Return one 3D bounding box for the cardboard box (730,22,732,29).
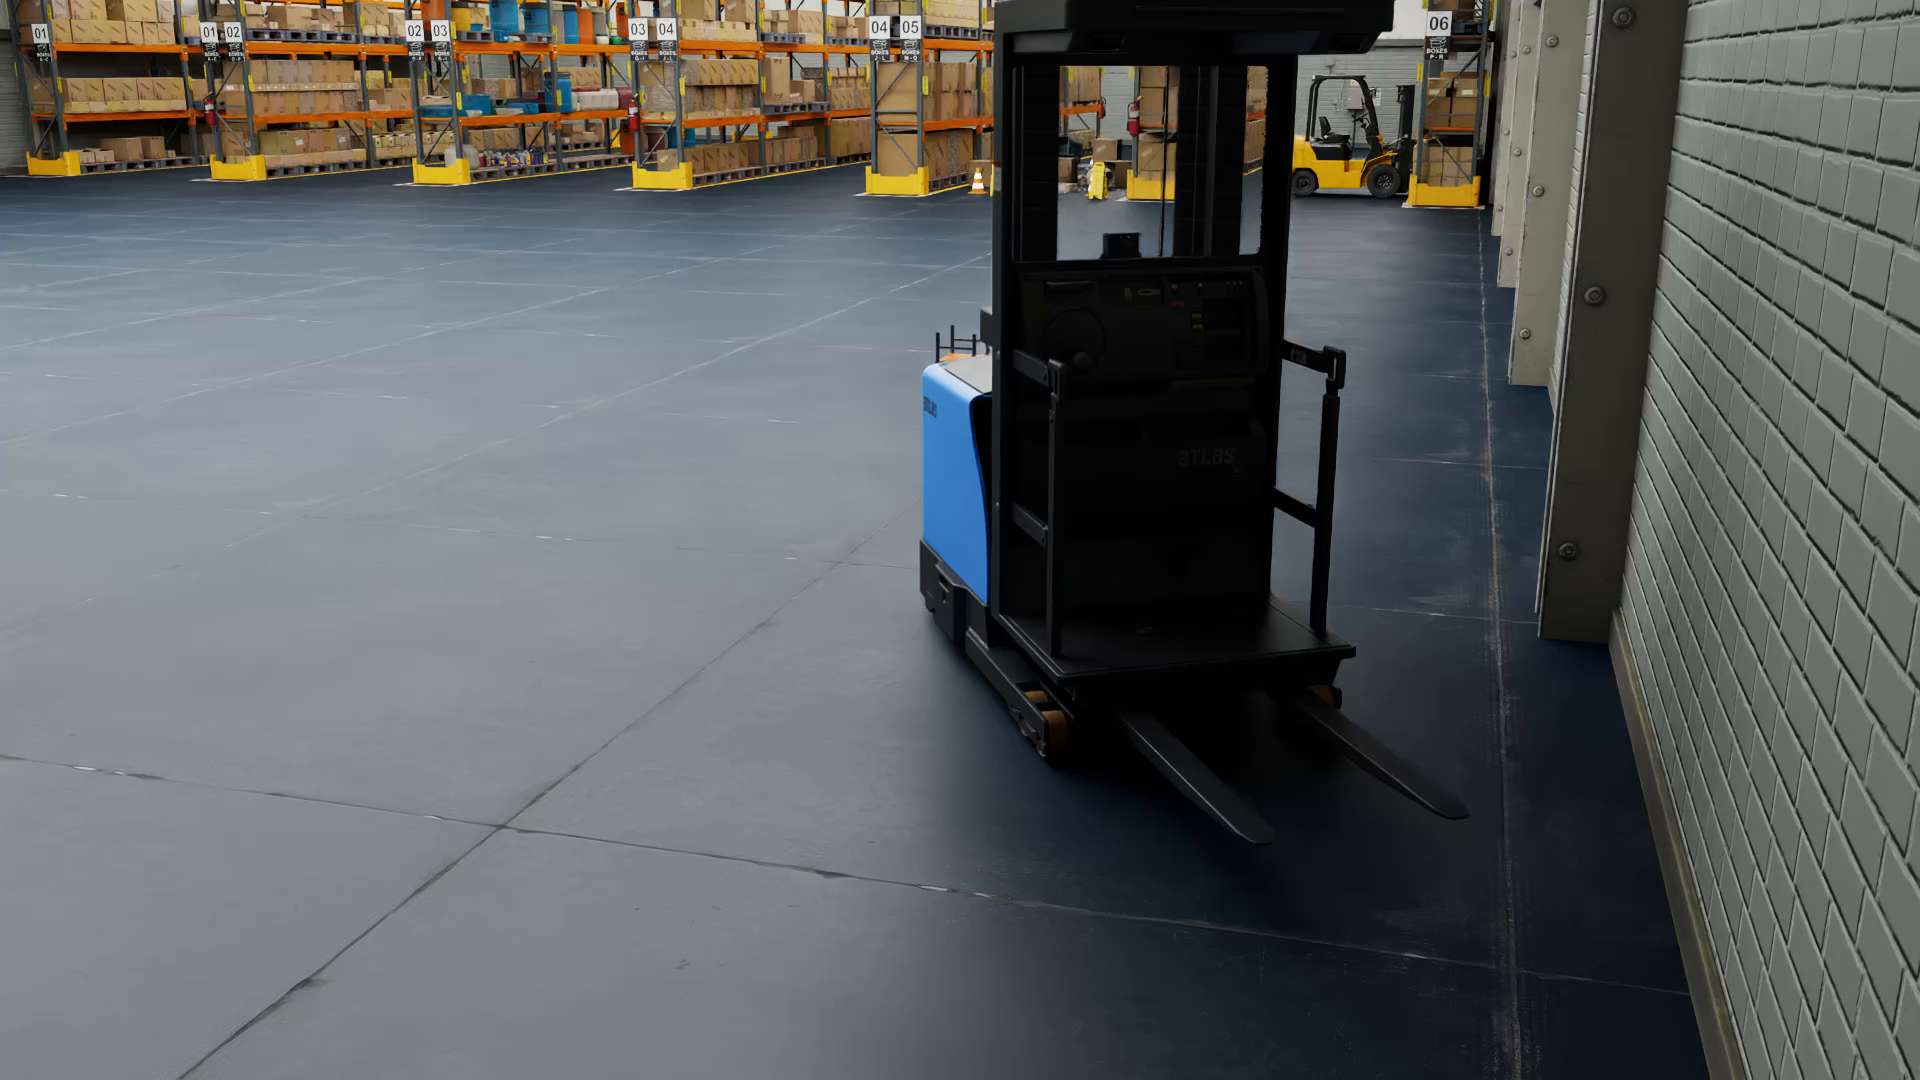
[{"bbox_3d":[-4.927,-10.627,34.347,0.380,0.149,0.250,5,17,18],"label":"cardboard box"}]

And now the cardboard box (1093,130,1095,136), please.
[{"bbox_3d":[3.467,-11.130,45.437,0.380,0.149,0.250,5,17,17],"label":"cardboard box"}]

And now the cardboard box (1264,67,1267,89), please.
[{"bbox_3d":[7.126,-11.160,40.164,0.500,0.500,0.500,5,17,18],"label":"cardboard box"}]

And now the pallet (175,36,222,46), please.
[{"bbox_3d":[-18.732,-12.101,40.344,1.213,0.211,1.003,5,16,16],"label":"pallet"}]

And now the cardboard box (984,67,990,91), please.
[{"bbox_3d":[0.244,-9.826,35.460,0.700,0.500,0.500,4,16,15],"label":"cardboard box"}]

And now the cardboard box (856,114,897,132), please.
[{"bbox_3d":[-2.224,-10.882,44.323,0.875,0.875,0.875,5,16,16],"label":"cardboard box"}]

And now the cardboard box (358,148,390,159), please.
[{"bbox_3d":[-13.907,-9.178,39.459,0.500,0.250,0.500,4,16,15],"label":"cardboard box"}]

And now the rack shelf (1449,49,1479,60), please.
[{"bbox_3d":[11.204,-10.957,37.285,1.077,0.370,4.000,5,16,16],"label":"rack shelf"}]

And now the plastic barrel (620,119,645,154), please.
[{"bbox_3d":[-8.252,-10.161,41.863,0.600,0.830,0.708,5,16,16],"label":"plastic barrel"}]

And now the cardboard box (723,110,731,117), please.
[{"bbox_3d":[-4.982,-8.852,34.501,0.380,0.149,0.250,5,16,16],"label":"cardboard box"}]

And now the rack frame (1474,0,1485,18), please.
[{"bbox_3d":[9.499,-11.177,31.243,1.000,3.000,0.127,5,16,16],"label":"rack frame"}]

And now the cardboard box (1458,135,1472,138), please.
[{"bbox_3d":[11.083,-8.761,36.343,0.380,0.149,0.250,6,17,19],"label":"cardboard box"}]

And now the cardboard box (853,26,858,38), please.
[{"bbox_3d":[-2.887,-12.858,42.062,0.500,0.311,0.500,4,16,14],"label":"cardboard box"}]

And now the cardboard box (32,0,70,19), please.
[{"bbox_3d":[-19.804,-11.613,36.225,0.500,0.500,0.500,3,16,12],"label":"cardboard box"}]

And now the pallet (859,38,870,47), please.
[{"bbox_3d":[-2.702,-12.643,42.262,0.805,0.209,1.217,4,16,14],"label":"pallet"}]

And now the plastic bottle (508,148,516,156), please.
[{"bbox_3d":[-10.000,-8.574,37.110,0.144,0.351,0.185,5,16,16],"label":"plastic bottle"}]

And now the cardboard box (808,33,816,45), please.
[{"bbox_3d":[-3.654,-11.586,38.459,0.500,0.250,0.500,5,16,16],"label":"cardboard box"}]

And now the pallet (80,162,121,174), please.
[{"bbox_3d":[-19.860,-8.437,37.688,1.003,0.211,1.213,5,16,16],"label":"pallet"}]

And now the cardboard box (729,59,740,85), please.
[{"bbox_3d":[-4.910,-9.715,34.521,0.500,0.500,0.500,5,16,16],"label":"cardboard box"}]

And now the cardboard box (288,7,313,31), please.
[{"bbox_3d":[-14.848,-11.553,36.852,0.797,0.503,0.637,7,17,22],"label":"cardboard box"}]

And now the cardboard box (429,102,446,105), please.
[{"bbox_3d":[-13.113,-10.881,41.655,0.380,0.149,0.250,5,16,16],"label":"cardboard box"}]

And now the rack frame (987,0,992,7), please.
[{"bbox_3d":[1.101,-12.965,37.547,1.000,3.000,0.127,5,16,16],"label":"rack frame"}]

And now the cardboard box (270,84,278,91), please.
[{"bbox_3d":[-14.933,-9.746,35.822,0.380,0.149,0.250,5,16,16],"label":"cardboard box"}]

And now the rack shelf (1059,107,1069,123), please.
[{"bbox_3d":[1.670,-10.256,40.308,1.077,0.370,4.000,5,16,16],"label":"rack shelf"}]

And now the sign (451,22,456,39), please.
[{"bbox_3d":[-10.122,-10.184,33.225,0.100,0.325,0.005,5,16,16],"label":"sign"}]

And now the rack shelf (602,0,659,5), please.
[{"bbox_3d":[-7.806,-13.745,42.347,1.077,0.370,4.000,5,16,16],"label":"rack shelf"}]

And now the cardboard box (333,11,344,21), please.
[{"bbox_3d":[-17.254,-14.386,45.692,0.500,0.250,0.500,4,16,14],"label":"cardboard box"}]

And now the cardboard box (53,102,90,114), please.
[{"bbox_3d":[-19.703,-9.589,36.879,0.500,0.250,0.500,4,16,14],"label":"cardboard box"}]

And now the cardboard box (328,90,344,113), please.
[{"bbox_3d":[-14.523,-10.005,37.924,0.700,0.500,0.500,4,16,15],"label":"cardboard box"}]

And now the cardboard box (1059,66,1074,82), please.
[{"bbox_3d":[2.600,-11.896,42.214,0.500,0.500,0.500,5,17,17],"label":"cardboard box"}]

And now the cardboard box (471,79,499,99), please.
[{"bbox_3d":[-12.608,-11.907,43.858,0.700,0.500,0.500,8,18,26],"label":"cardboard box"}]

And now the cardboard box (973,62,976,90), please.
[{"bbox_3d":[-0.173,-9.530,34.177,0.875,0.550,0.550,5,16,16],"label":"cardboard box"}]

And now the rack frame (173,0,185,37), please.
[{"bbox_3d":[-19.010,-13.482,39.369,1.000,3.000,0.127,5,16,16],"label":"rack frame"}]

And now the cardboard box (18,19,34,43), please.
[{"bbox_3d":[-20.270,-11.179,36.527,0.500,0.500,0.500,6,17,20],"label":"cardboard box"}]

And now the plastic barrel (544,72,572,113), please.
[{"bbox_3d":[-9.111,-10.146,37.684,0.600,0.901,0.708,5,16,16],"label":"plastic barrel"}]

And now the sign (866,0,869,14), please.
[{"bbox_3d":[-1.688,-9.862,30.628,0.100,0.325,0.005,5,16,16],"label":"sign"}]

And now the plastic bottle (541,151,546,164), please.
[{"bbox_3d":[-9.331,-8.581,37.256,0.061,0.283,0.133,5,17,19],"label":"plastic bottle"}]

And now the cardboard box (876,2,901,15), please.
[{"bbox_3d":[-1.301,-9.899,31.014,0.500,0.250,0.500,5,17,17],"label":"cardboard box"}]

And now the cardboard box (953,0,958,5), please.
[{"bbox_3d":[-0.265,-10.470,32.295,0.380,0.149,0.250,5,17,17],"label":"cardboard box"}]

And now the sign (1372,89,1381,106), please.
[{"bbox_3d":[12.234,-13.060,49.052,0.329,0.494,0.001,5,16,16],"label":"sign"}]

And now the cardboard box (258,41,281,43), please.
[{"bbox_3d":[-17.819,-12.842,42.739,0.500,0.311,0.500,5,16,16],"label":"cardboard box"}]

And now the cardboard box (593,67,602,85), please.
[{"bbox_3d":[-10.854,-13.611,48.803,0.500,0.500,0.500,5,17,17],"label":"cardboard box"}]

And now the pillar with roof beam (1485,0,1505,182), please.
[{"bbox_3d":[7.002,-12.146,34.661,9.100,9.000,0.400,5,16,16],"label":"pillar with roof beam"}]

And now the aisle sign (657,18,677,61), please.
[{"bbox_3d":[-5.629,-9.608,31.941,0.394,0.787,0.004,5,16,16],"label":"aisle sign"}]

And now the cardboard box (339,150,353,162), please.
[{"bbox_3d":[-14.333,-8.823,38.209,0.500,0.250,0.500,5,16,16],"label":"cardboard box"}]

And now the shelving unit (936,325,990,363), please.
[{"bbox_3d":[0.015,-0.519,8.235,0.215,1.050,0.252,5,16,16],"label":"shelving unit"}]

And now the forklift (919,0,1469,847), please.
[{"bbox_3d":[0.718,-0.781,5.712,1.130,2.935,3.031,-4,16,-15],"label":"forklift"}]

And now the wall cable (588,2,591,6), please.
[{"bbox_3d":[-11.056,-18.799,54.552,3.097,2.526,0.112,5,16,16],"label":"wall cable"}]

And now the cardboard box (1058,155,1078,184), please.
[{"bbox_3d":[1.932,-7.394,33.225,0.797,0.637,0.503,5,16,16],"label":"cardboard box"}]

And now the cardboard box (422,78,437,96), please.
[{"bbox_3d":[-16.156,-13.355,49.367,0.980,0.700,0.700,4,16,13],"label":"cardboard box"}]

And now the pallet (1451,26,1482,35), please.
[{"bbox_3d":[8.933,-9.148,29.749,1.003,0.211,1.213,5,16,16],"label":"pallet"}]
